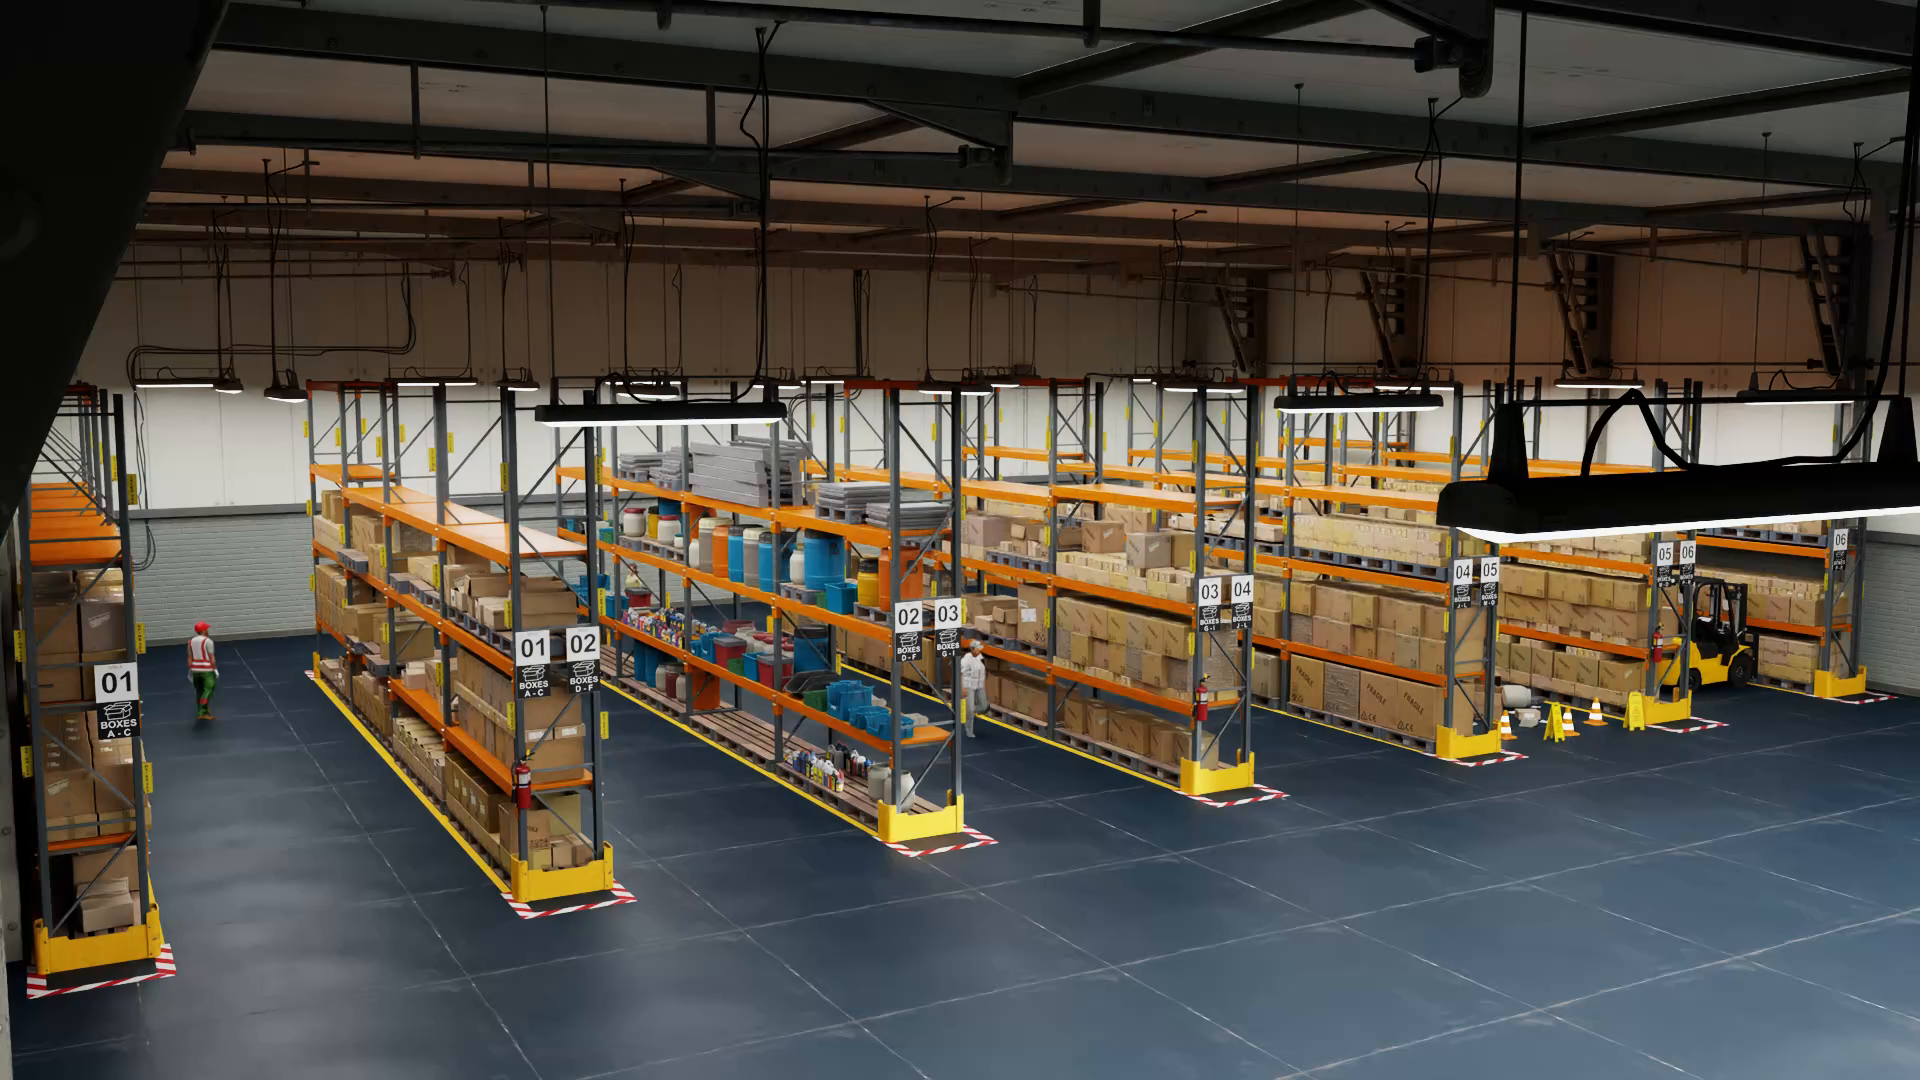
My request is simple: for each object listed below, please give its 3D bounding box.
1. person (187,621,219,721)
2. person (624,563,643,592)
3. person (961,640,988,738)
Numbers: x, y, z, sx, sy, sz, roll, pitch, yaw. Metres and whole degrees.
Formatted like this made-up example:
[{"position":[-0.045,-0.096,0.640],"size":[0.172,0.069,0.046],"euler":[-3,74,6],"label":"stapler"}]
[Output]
[{"position":[-13.387,2.329,29.412],"size":[0.599,1.771,0.962],"euler":[0,6,2],"label":"person"},{"position":[-7.686,1.357,39.191],"size":[0.475,1.635,1.011],"euler":[4,7,35],"label":"person"},{"position":[0.186,2.512,28.348],"size":[0.555,1.650,0.563],"euler":[-5,8,-38],"label":"person"}]
